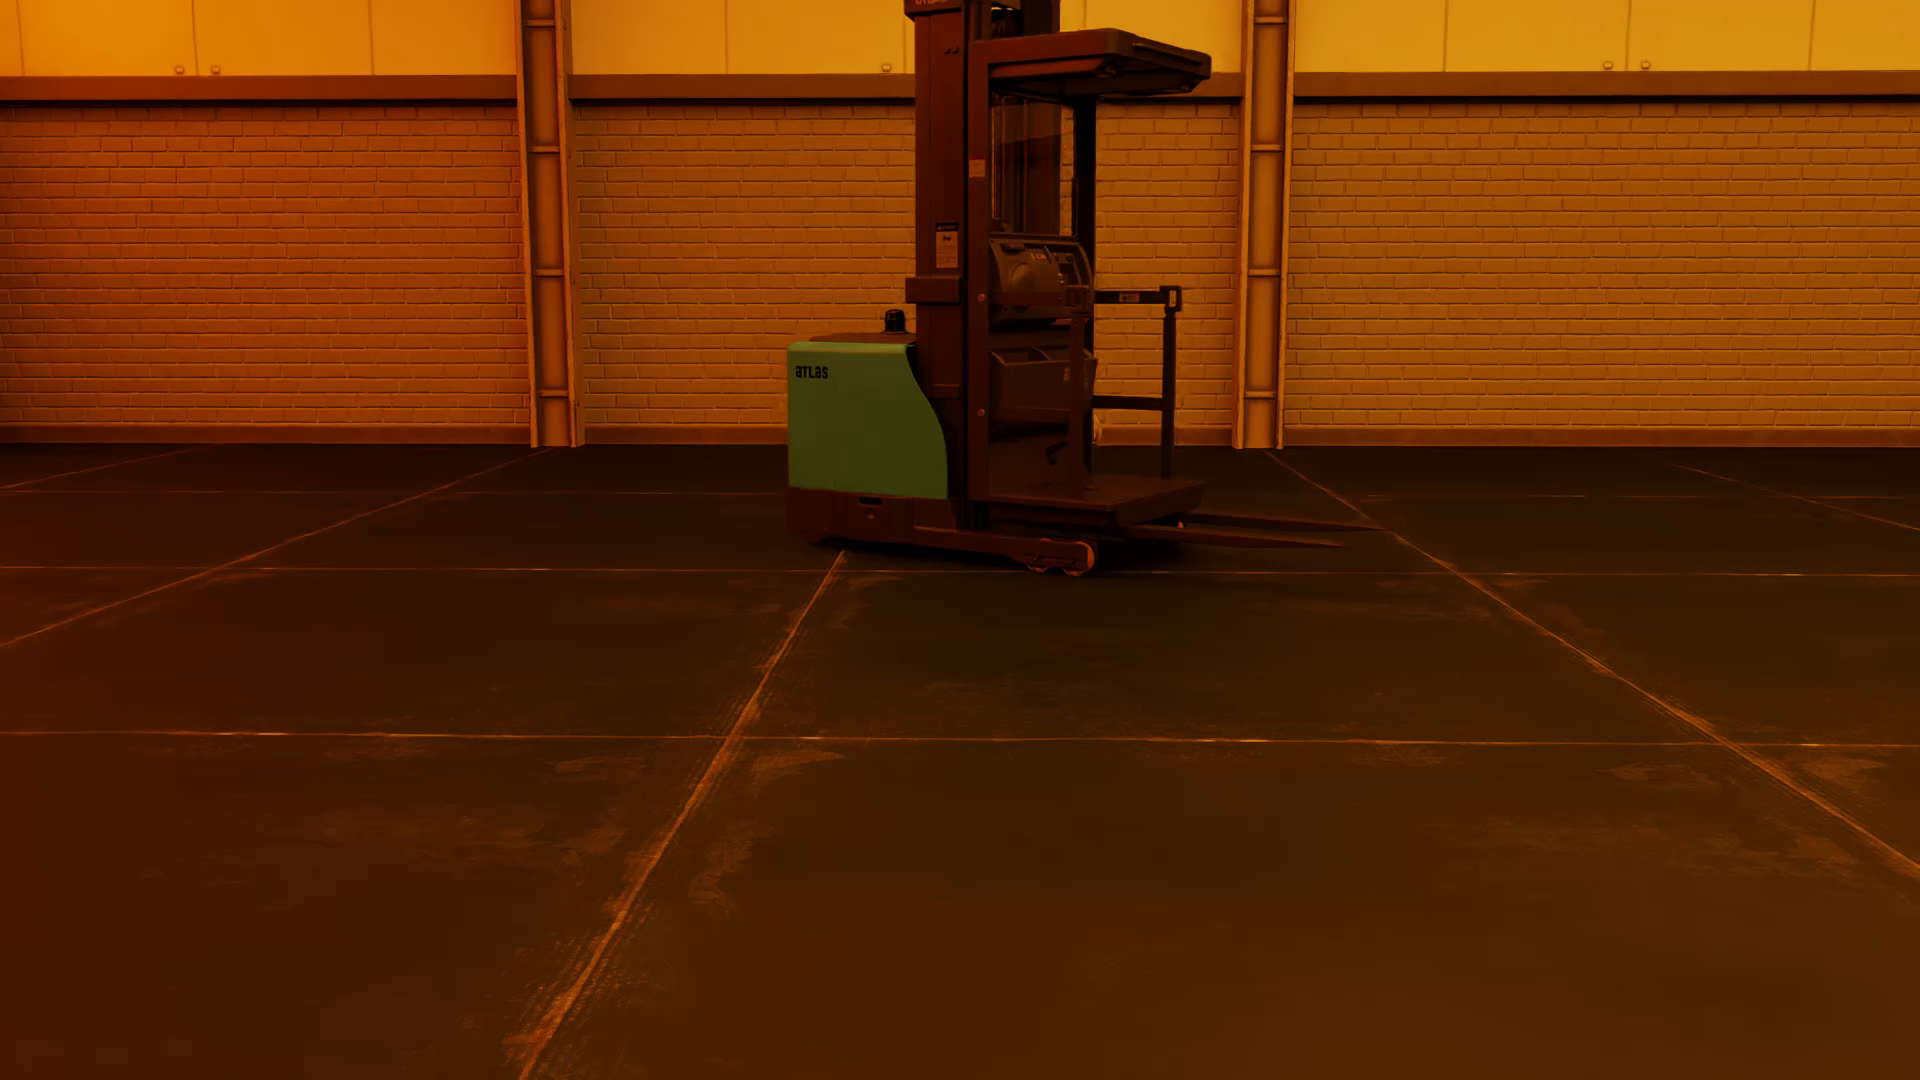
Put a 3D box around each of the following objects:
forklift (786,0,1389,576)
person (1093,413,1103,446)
[{"bbox_3d":[0.591,-1.368,8.253,3.031,2.935,1.130,6,10,32],"label":"forklift"},{"bbox_3d":[0.556,-0.893,9.668,0.630,1.472,0.729,4,10,25],"label":"person"}]
